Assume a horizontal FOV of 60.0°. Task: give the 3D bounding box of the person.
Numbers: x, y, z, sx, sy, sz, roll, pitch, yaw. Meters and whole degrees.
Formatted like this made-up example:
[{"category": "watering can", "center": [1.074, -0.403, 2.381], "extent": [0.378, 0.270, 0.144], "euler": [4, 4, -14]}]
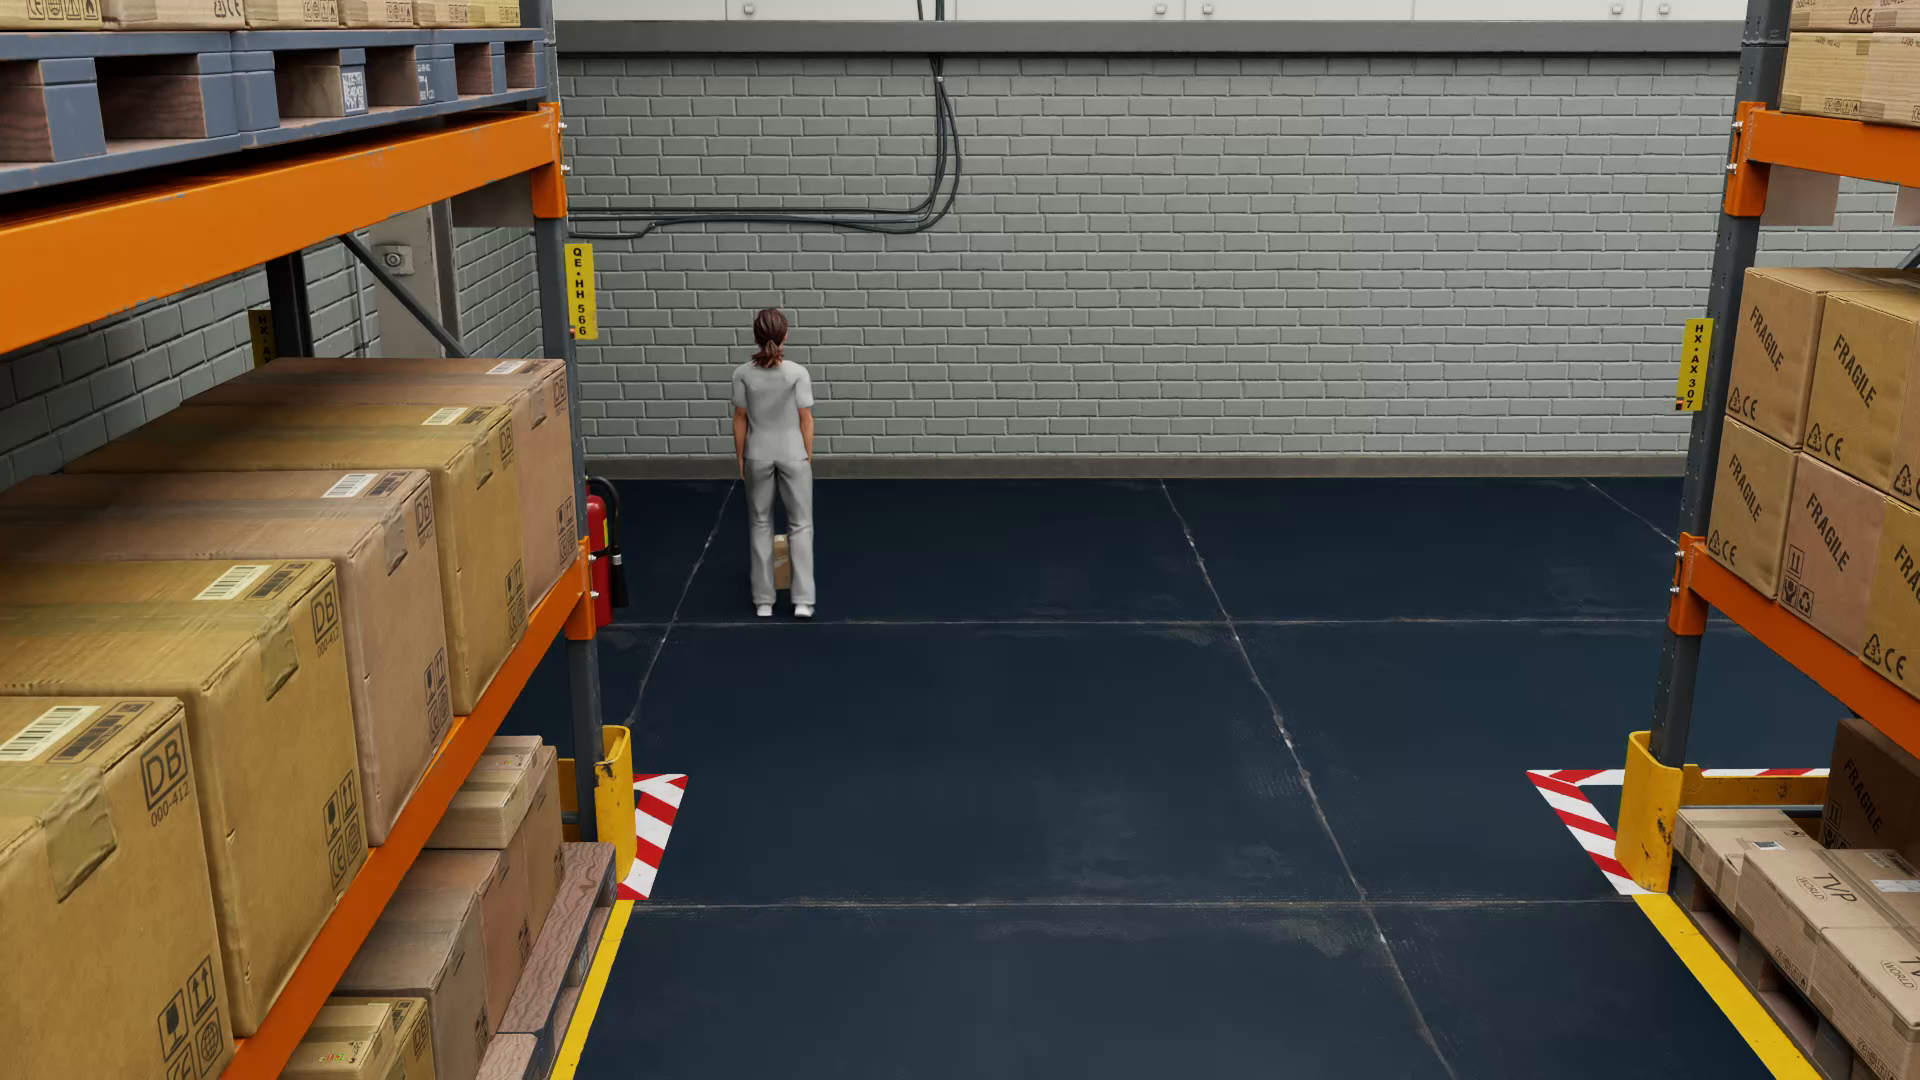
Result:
[{"category": "person", "center": [-0.988, -0.382, 8.887], "extent": [0.437, 1.717, 0.352], "euler": [0, 17, 1]}]
